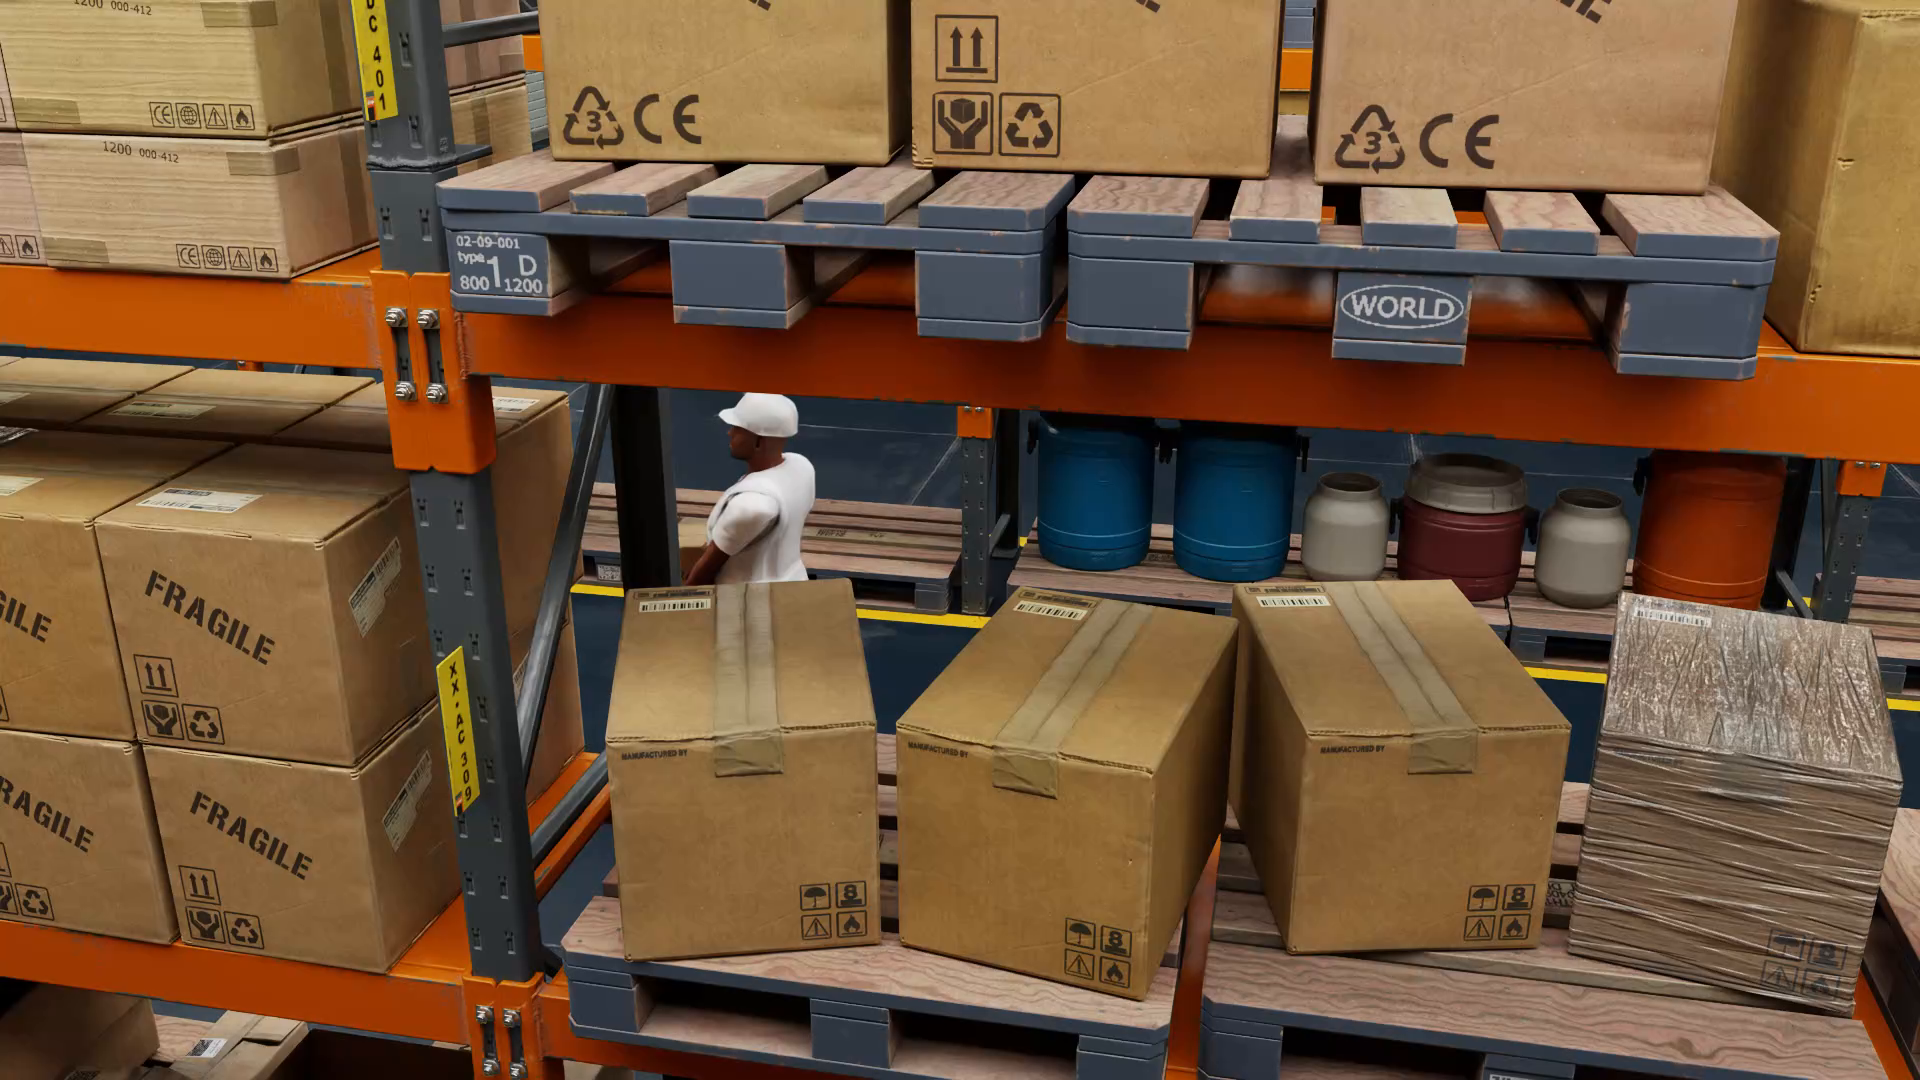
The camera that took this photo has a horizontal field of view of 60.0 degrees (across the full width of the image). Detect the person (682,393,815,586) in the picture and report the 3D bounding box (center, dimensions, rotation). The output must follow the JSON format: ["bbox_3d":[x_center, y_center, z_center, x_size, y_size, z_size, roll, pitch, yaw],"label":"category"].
[{"bbox_3d":[-0.867,0.261,6.399,0.586,1.758,0.503,5,22,12],"label":"person"}]
